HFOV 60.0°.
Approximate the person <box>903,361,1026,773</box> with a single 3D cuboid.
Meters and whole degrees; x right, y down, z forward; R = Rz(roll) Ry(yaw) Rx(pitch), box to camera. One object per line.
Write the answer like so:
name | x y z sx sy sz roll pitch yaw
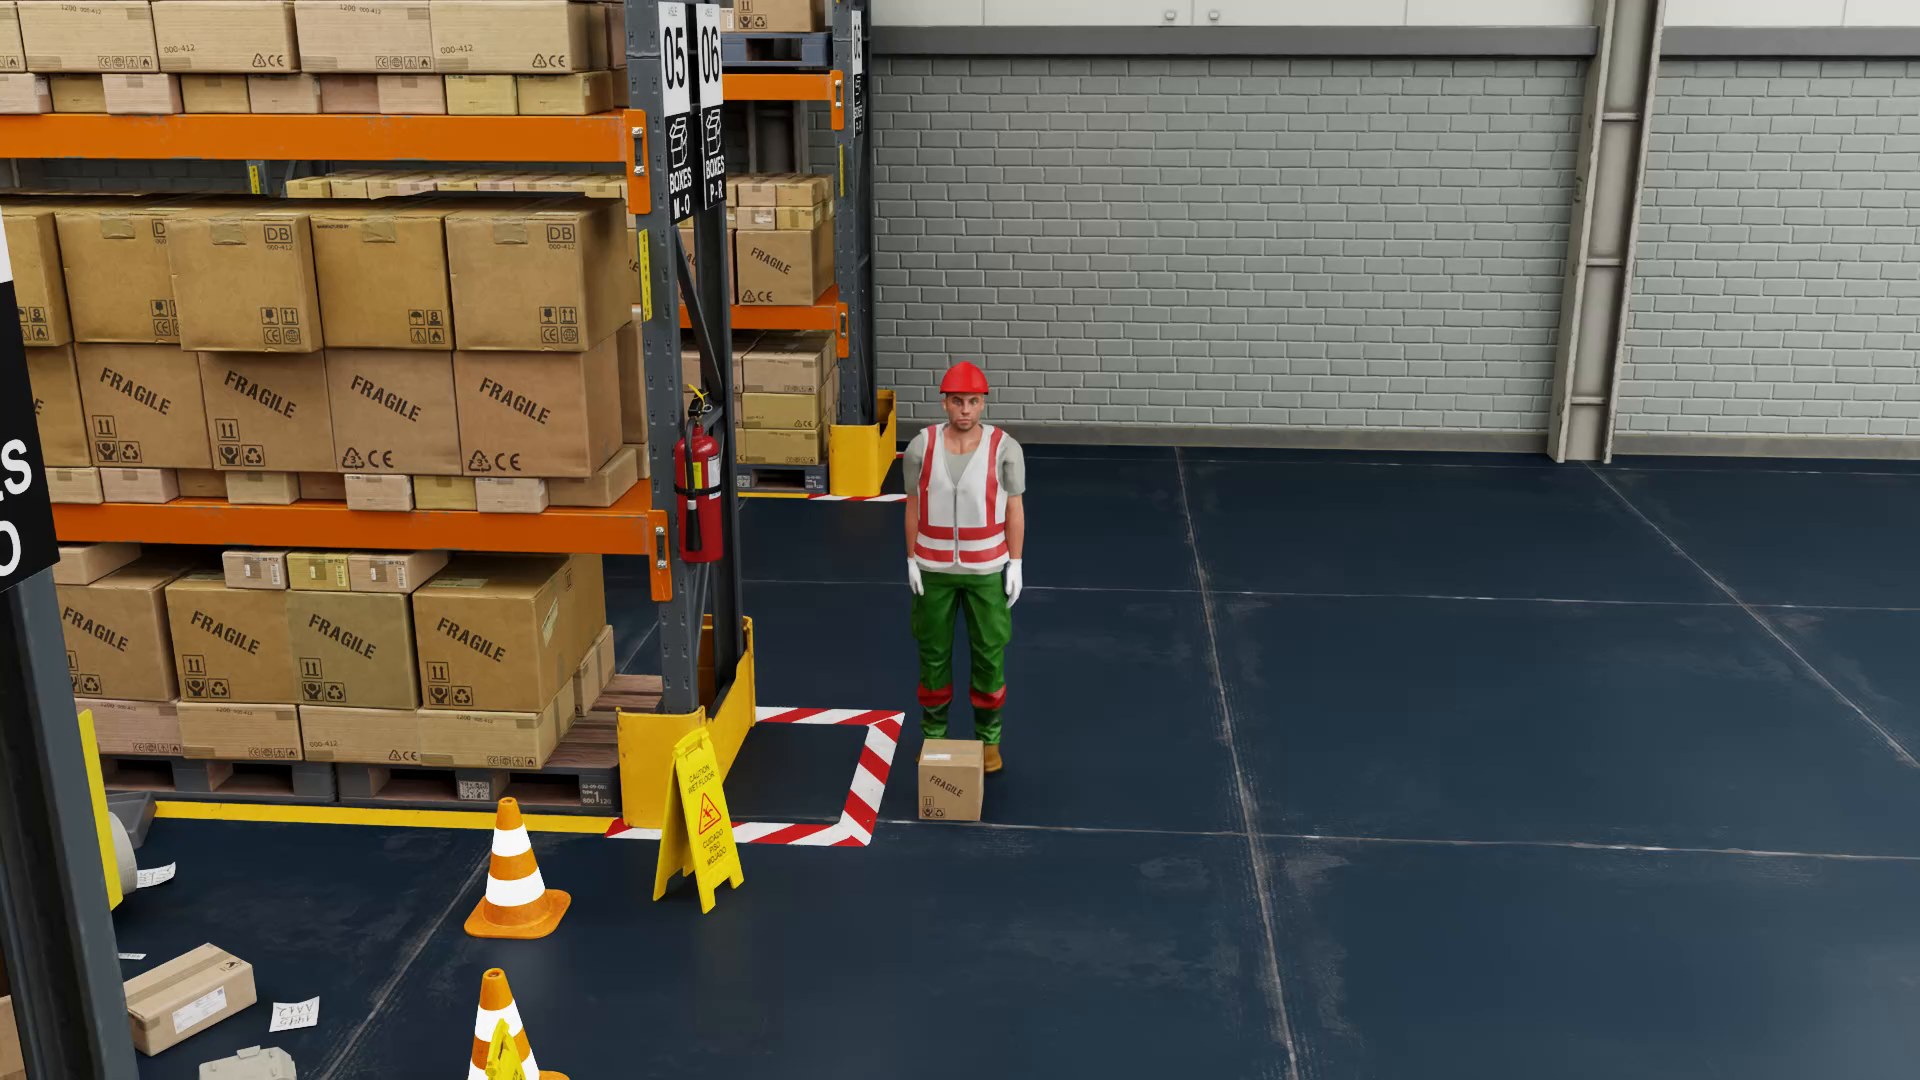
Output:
person | 0.013 0.121 7.123 0.523 1.787 0.344 2 17 5
